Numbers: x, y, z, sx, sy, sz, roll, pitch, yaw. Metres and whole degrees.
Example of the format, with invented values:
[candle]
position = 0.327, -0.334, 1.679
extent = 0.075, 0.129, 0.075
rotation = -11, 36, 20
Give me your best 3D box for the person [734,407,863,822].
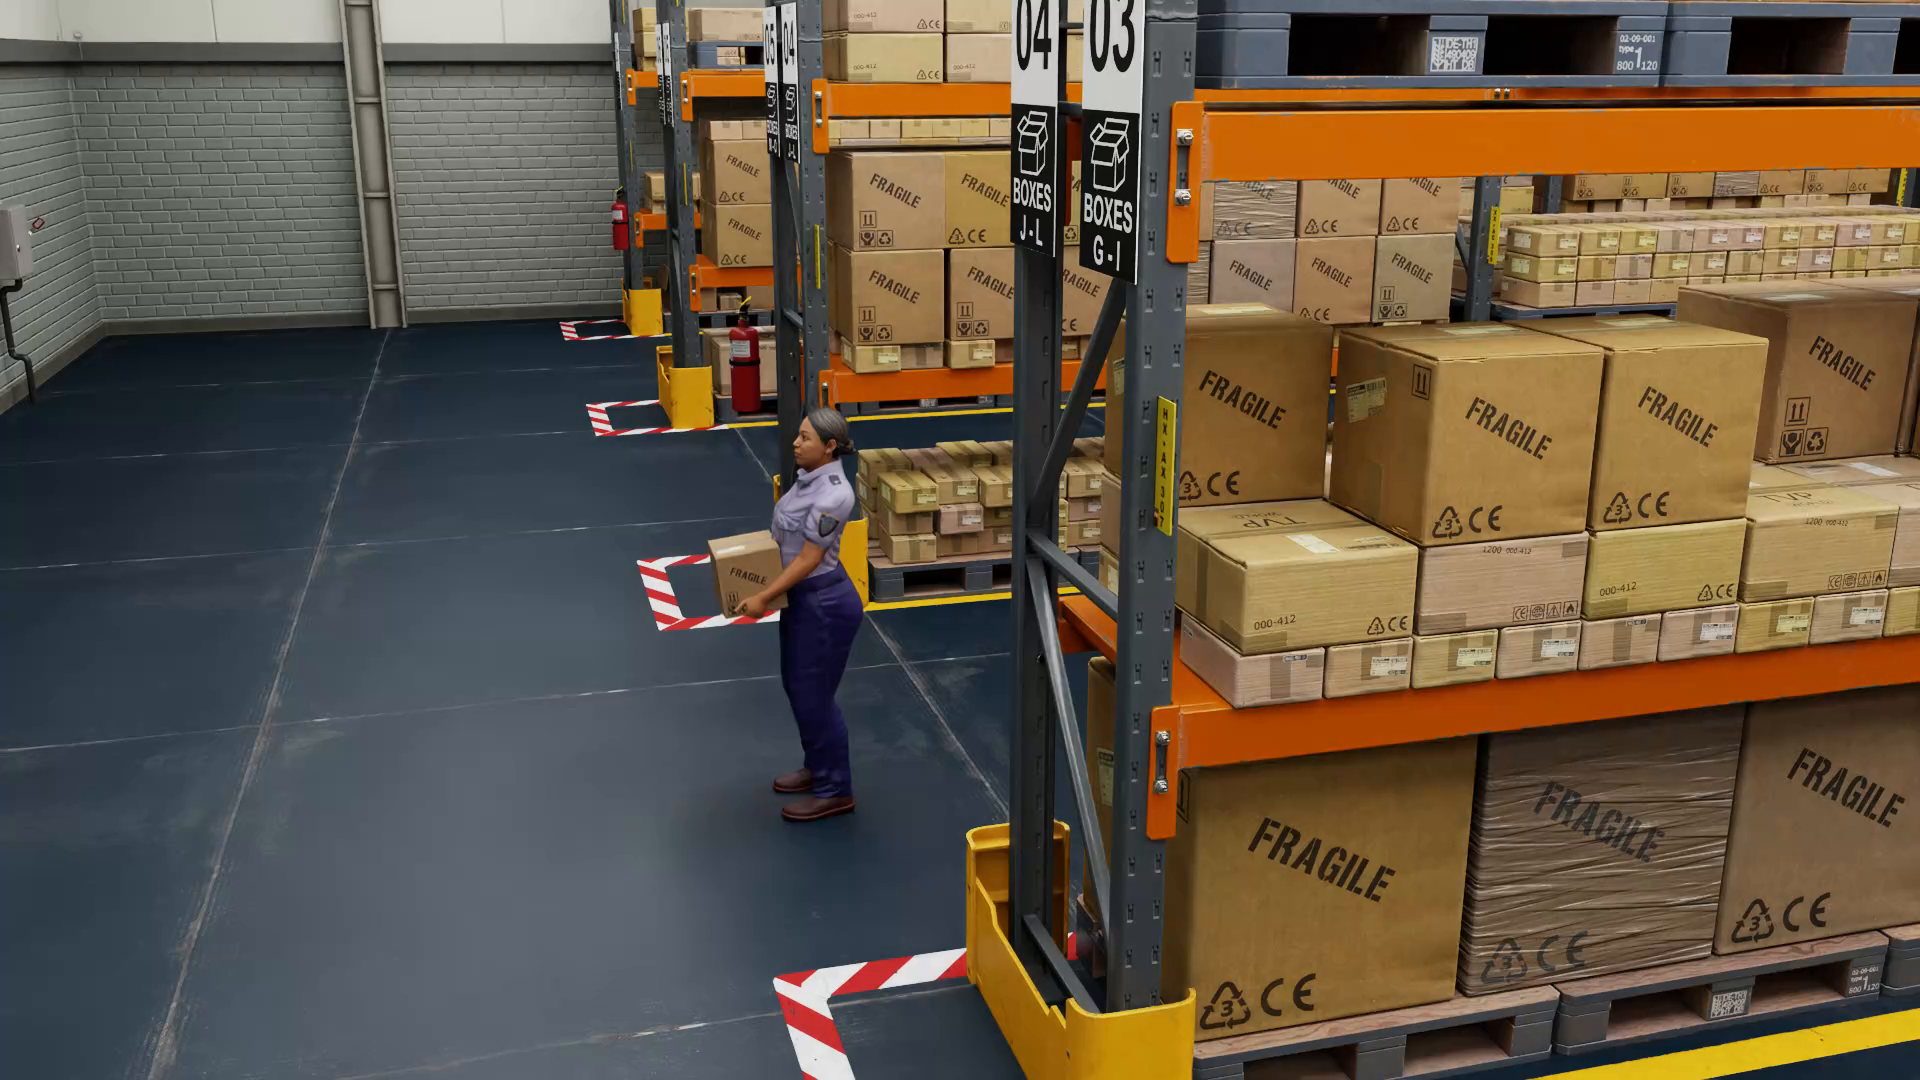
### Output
[person]
position = -0.652, 0.286, 6.591
extent = 0.514, 1.640, 0.453
rotation = -4, 17, -14
